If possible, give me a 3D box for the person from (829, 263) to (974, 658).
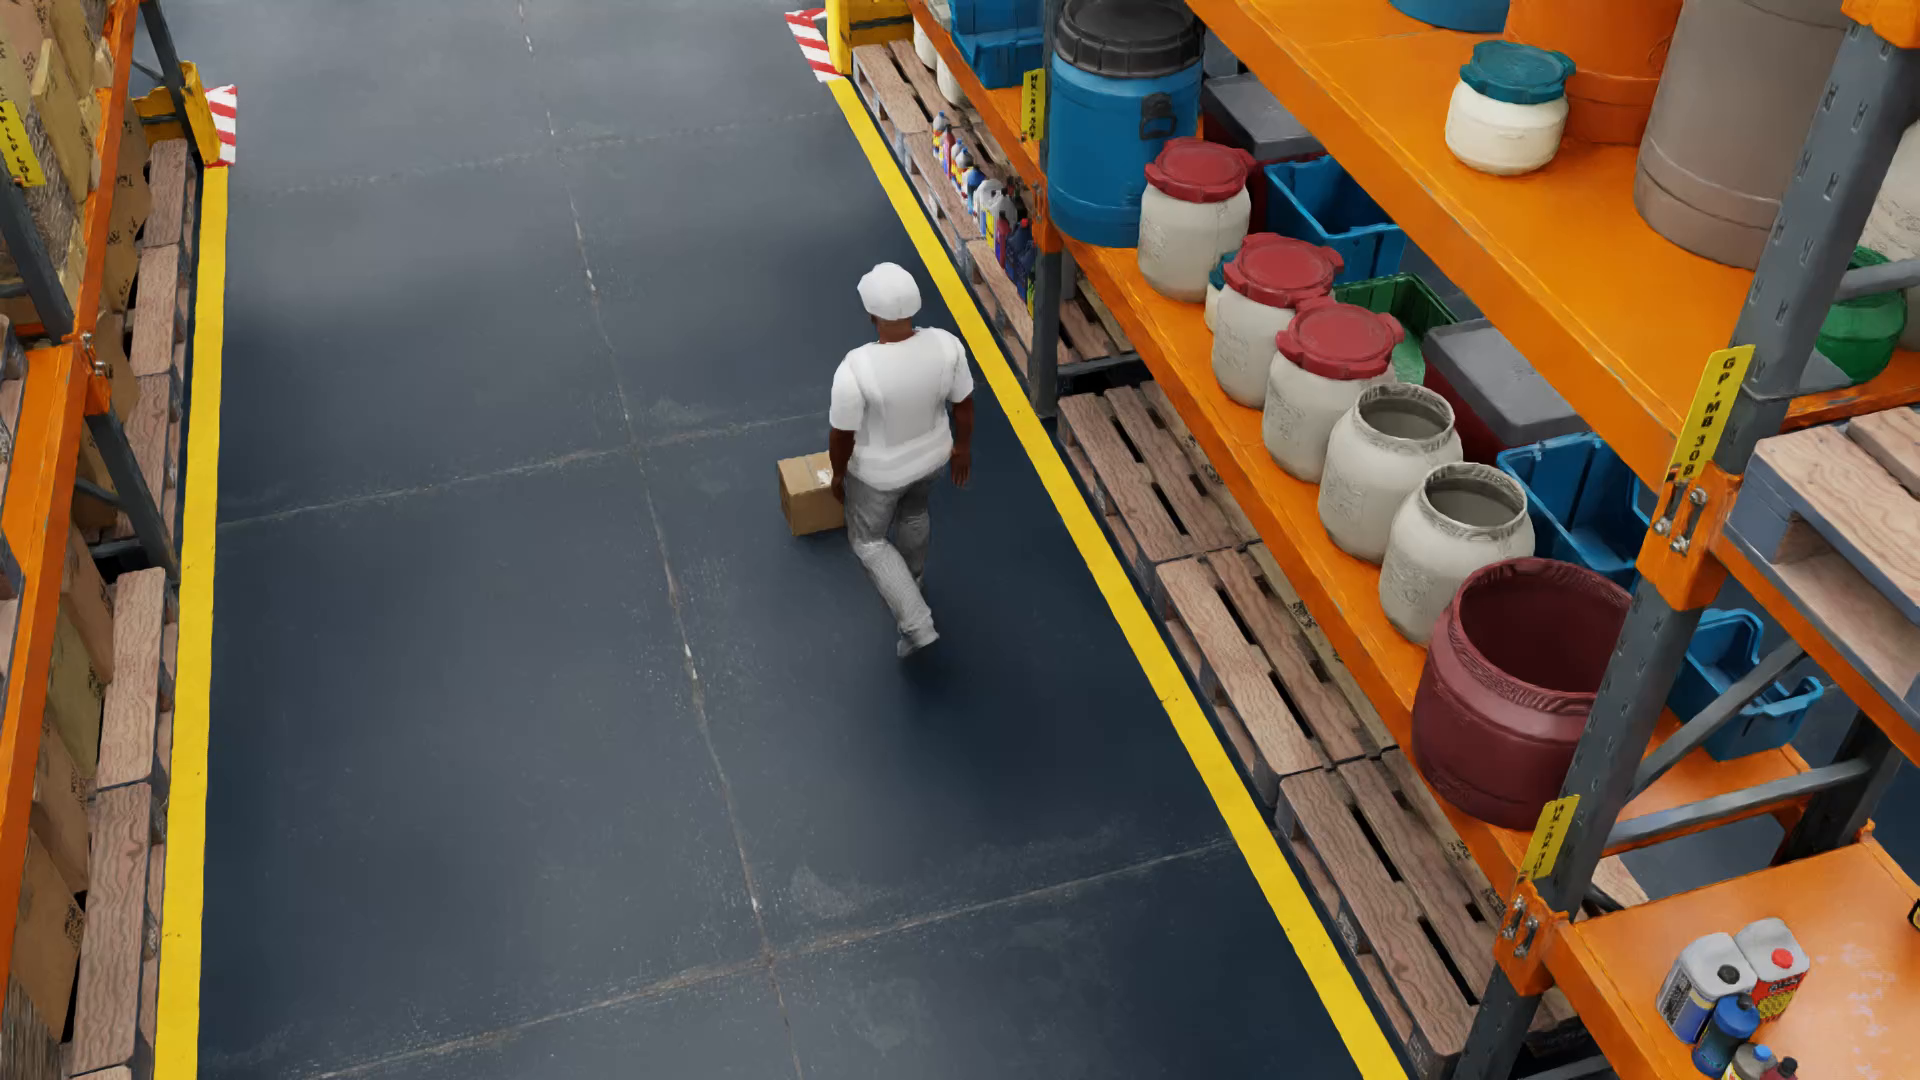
[{"bbox_3d":[-0.227,-0.312,6.490,0.588,1.748,0.817,-23,47,-24],"label":"person"}]
